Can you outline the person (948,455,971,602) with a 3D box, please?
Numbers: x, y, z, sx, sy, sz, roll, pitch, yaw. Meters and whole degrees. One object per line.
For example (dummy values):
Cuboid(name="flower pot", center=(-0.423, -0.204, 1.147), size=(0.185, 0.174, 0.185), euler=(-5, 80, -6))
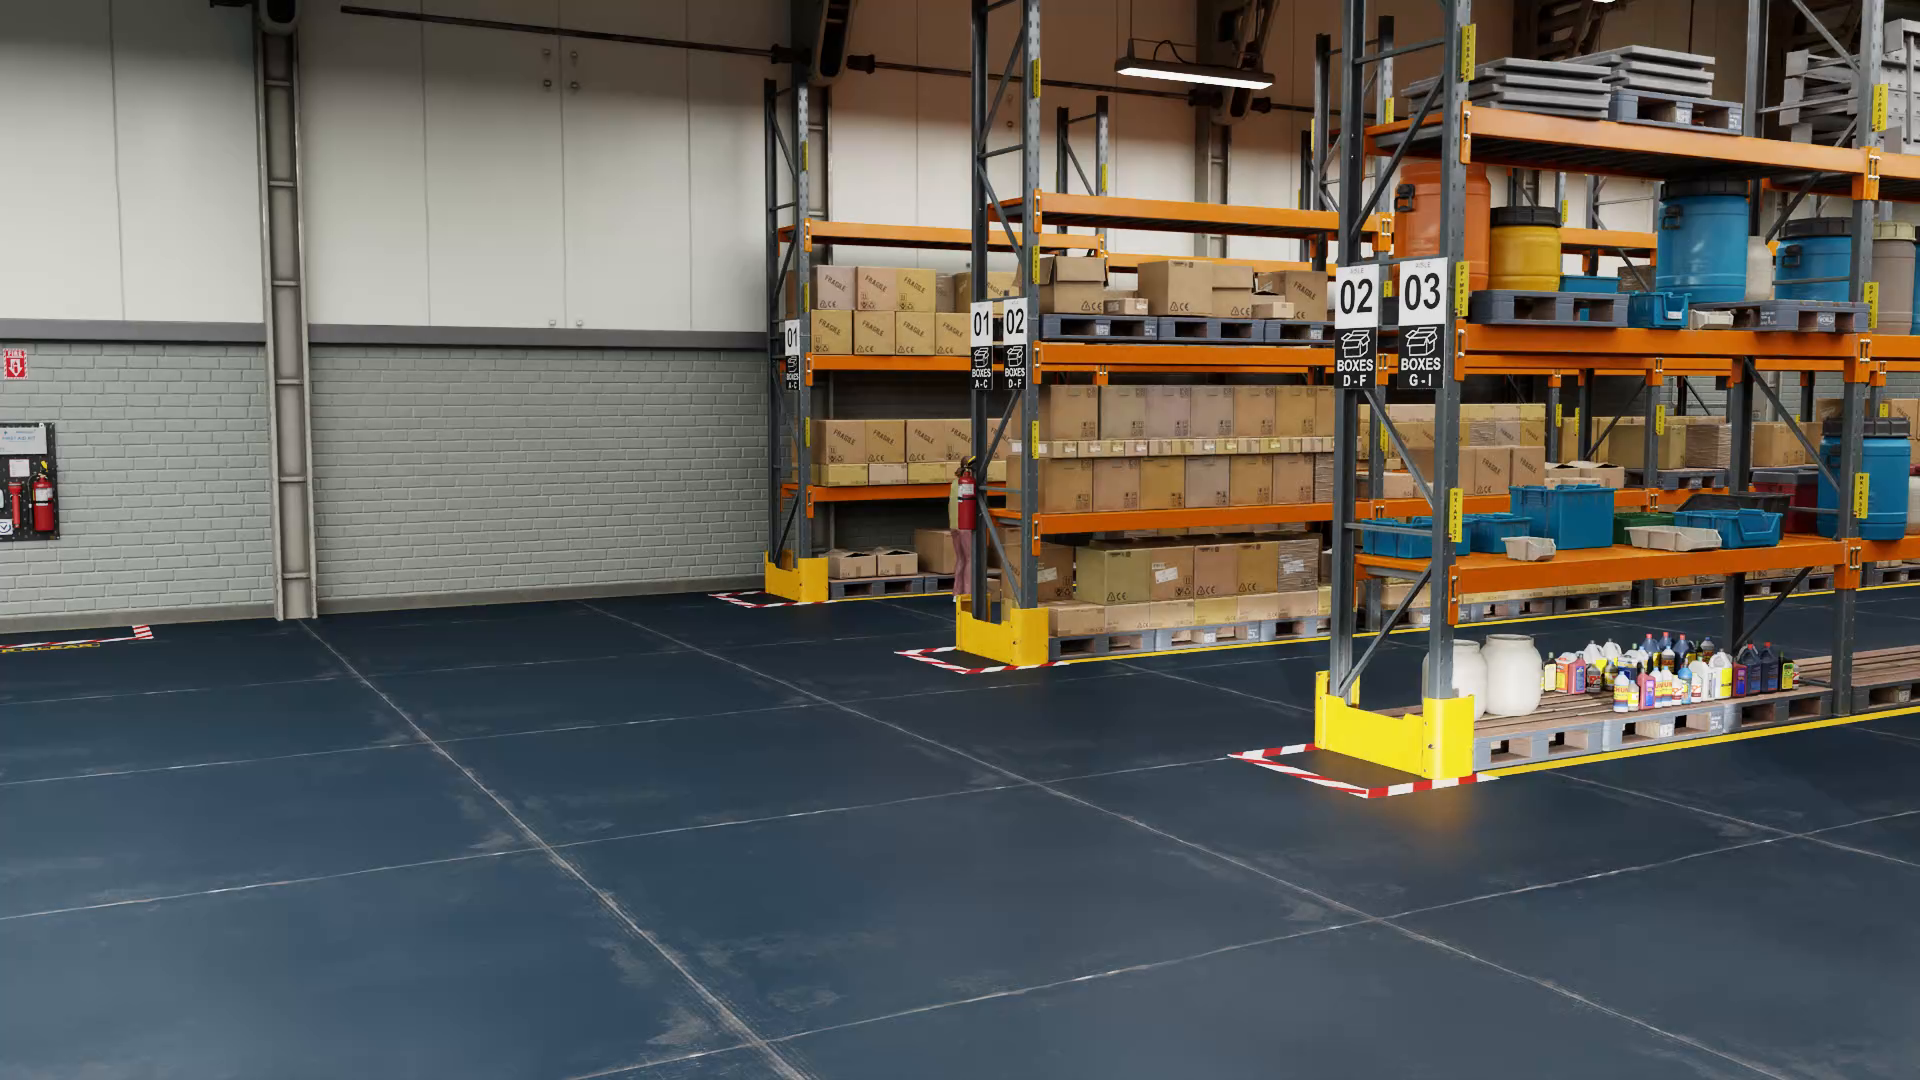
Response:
Cuboid(name="person", center=(0.076, -0.120, 18.811), size=(0.366, 1.671, 0.520), euler=(-3, 6, -32))
